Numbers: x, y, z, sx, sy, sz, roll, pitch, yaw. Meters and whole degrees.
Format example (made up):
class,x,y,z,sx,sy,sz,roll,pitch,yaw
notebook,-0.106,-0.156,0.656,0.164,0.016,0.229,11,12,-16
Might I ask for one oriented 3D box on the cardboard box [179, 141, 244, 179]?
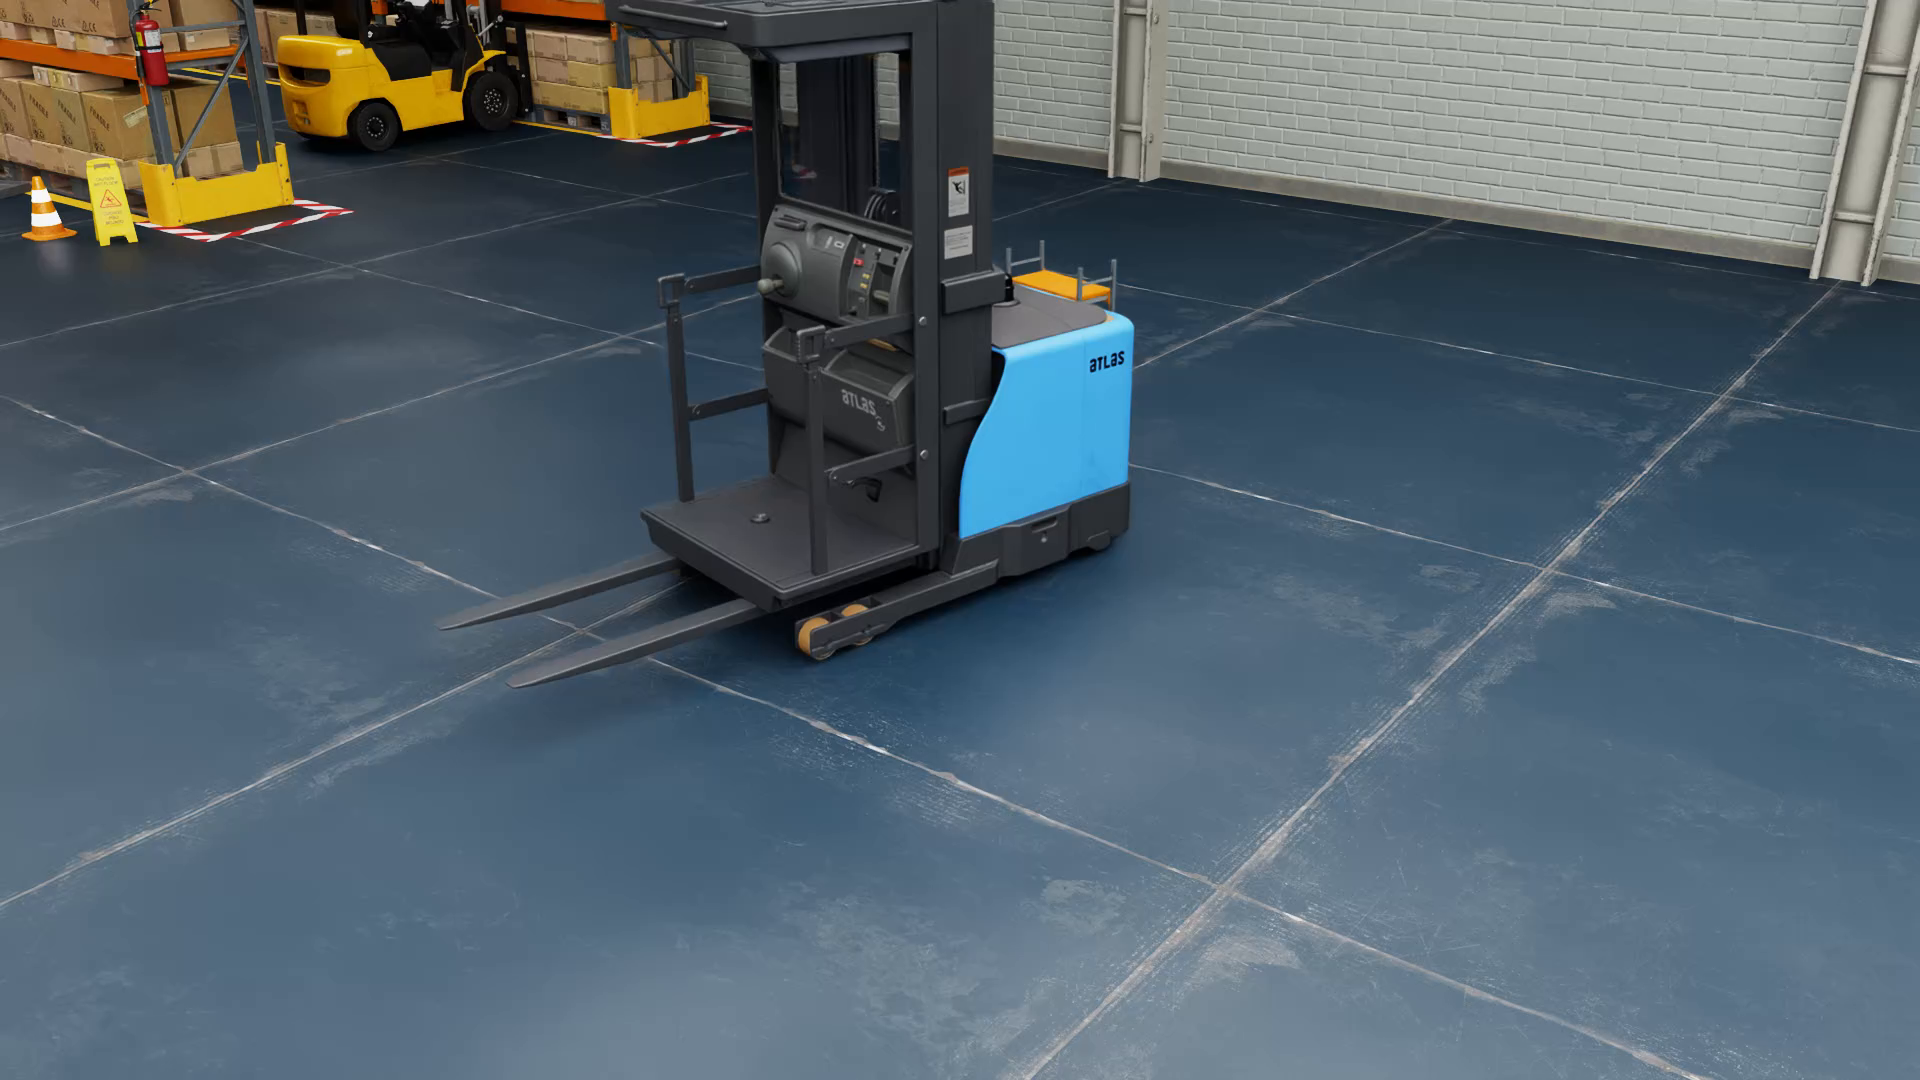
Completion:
class,x,y,z,sx,sy,sz,roll,pitch,yaw
cardboard box,-6.627,-3.336,14.491,0.500,0.250,0.500,17,29,33

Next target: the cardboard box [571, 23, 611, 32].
class,x,y,z,sx,sy,sz,roll,pitch,yaw
cardboard box,-3.846,-5.409,17.955,0.500,0.250,0.500,17,29,33

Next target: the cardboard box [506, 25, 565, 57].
class,x,y,z,sx,sy,sz,roll,pitch,yaw
cardboard box,-4.551,-5.363,17.851,0.500,0.250,0.500,17,29,34

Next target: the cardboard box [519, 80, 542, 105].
class,x,y,z,sx,sy,sz,roll,pitch,yaw
cardboard box,-4.526,-4.913,18.070,0.500,0.250,0.500,17,29,34

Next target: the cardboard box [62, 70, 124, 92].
class,x,y,z,sx,sy,sz,roll,pitch,yaw
cardboard box,-7.279,-3.869,13.965,0.250,0.149,0.380,18,29,35

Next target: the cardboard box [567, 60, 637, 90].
class,x,y,z,sx,sy,sz,roll,pitch,yaw
cardboard box,-3.750,-4.900,17.420,0.500,0.250,0.500,16,29,33

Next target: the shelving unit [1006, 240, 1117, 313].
class,x,y,z,sx,sy,sz,roll,pitch,yaw
shelving unit,0.474,-0.799,8.075,0.258,1.200,0.503,-19,30,-37

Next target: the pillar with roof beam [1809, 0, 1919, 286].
class,x,y,z,sx,sy,sz,roll,pitch,yaw
pillar with roof beam,3.831,-4.634,7.107,0.400,9.000,9.100,17,29,33

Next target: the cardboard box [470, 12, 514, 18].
class,x,y,z,sx,sy,sz,roll,pitch,yaw
cardboard box,-5.450,-5.905,19.081,0.500,0.250,0.500,16,29,33

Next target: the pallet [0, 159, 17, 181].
class,x,y,z,sx,sy,sz,roll,pitch,yaw
pallet,-8.789,-3.658,15.791,1.213,0.211,1.003,17,29,33

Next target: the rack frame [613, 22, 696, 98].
class,x,y,z,sx,sy,sz,roll,pitch,yaw
rack frame,-3.173,-5.720,17.013,0.127,3.000,1.000,17,29,33

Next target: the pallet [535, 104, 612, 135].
class,x,y,z,sx,sy,sz,roll,pitch,yaw
pallet,-3.810,-4.616,17.964,1.213,0.211,1.003,17,29,33

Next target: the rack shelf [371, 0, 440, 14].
class,x,y,z,sx,sy,sz,roll,pitch,yaw
rack shelf,-7.974,-6.842,20.451,4.000,0.370,1.077,17,29,33

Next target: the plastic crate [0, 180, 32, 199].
class,x,y,z,sx,sy,sz,roll,pitch,yaw
plastic crate,-8.583,-3.105,14.698,0.583,0.080,0.402,7,25,15

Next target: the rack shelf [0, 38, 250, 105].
class,x,y,z,sx,sy,sz,roll,pitch,yaw
rack shelf,-7.748,-4.272,14.619,4.000,0.370,1.077,17,29,33

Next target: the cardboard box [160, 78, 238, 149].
class,x,y,z,sx,sy,sz,roll,pitch,yaw
cardboard box,-6.646,-3.685,14.352,0.500,0.500,0.500,16,28,32

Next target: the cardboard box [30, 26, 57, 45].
class,x,y,z,sx,sy,sz,roll,pitch,yaw
cardboard box,-7.640,-4.311,14.126,0.250,0.149,0.380,16,29,33

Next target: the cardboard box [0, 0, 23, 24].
class,x,y,z,sx,sy,sz,roll,pitch,yaw
cardboard box,-7.937,-4.715,14.239,0.500,0.500,0.500,17,29,34

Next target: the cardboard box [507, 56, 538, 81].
class,x,y,z,sx,sy,sz,roll,pitch,yaw
cardboard box,-4.571,-5.143,17.971,0.500,0.250,0.500,16,28,32

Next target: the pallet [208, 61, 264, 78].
class,x,y,z,sx,sy,sz,roll,pitch,yaw
pallet,-8.939,-6.167,21.485,1.213,0.211,1.003,17,29,33

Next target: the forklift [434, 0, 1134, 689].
class,x,y,z,sx,sy,sz,roll,pitch,yaw
forklift,-0.670,-1.101,6.613,3.031,2.935,1.130,-19,30,-36

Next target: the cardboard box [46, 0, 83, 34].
class,x,y,z,sx,sy,sz,roll,pitch,yaw
cardboard box,-7.145,-4.465,13.670,0.500,0.500,0.500,17,29,33

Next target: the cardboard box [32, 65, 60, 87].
class,x,y,z,sx,sy,sz,roll,pitch,yaw
cardboard box,-7.688,-3.995,14.251,0.250,0.149,0.380,18,30,35

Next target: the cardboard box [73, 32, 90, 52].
class,x,y,z,sx,sy,sz,roll,pitch,yaw
cardboard box,-7.036,-4.119,13.689,0.250,0.149,0.380,16,29,32

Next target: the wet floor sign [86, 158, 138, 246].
class,x,y,z,sx,sy,sz,roll,pitch,yaw
wet floor sign,-6.637,-2.649,12.963,0.267,0.644,0.232,-15,28,-30

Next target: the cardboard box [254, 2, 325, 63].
class,x,y,z,sx,sy,sz,roll,pitch,yaw
cardboard box,-8.556,-6.450,21.092,0.625,0.625,0.875,18,29,35

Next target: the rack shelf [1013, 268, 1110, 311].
class,x,y,z,sx,sy,sz,roll,pitch,yaw
rack shelf,0.474,-1.158,7.916,0.258,0.148,0.480,-19,30,-37

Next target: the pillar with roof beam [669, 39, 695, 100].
class,x,y,z,sx,sy,sz,roll,pitch,yaw
pillar with roof beam,-5.772,-7.536,13.693,0.400,9.000,9.100,17,29,33

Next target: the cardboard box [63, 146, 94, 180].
class,x,y,z,sx,sy,sz,roll,pitch,yaw
cardboard box,-7.365,-3.288,14.382,0.500,0.250,0.500,17,29,33

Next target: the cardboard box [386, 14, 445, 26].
class,x,y,z,sx,sy,sz,roll,pitch,yaw
cardboard box,-6.175,-5.861,18.981,0.500,0.250,0.500,16,29,33

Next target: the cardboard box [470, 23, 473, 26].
class,x,y,z,sx,sy,sz,roll,pitch,yaw
cardboard box,-5.367,-5.617,18.428,0.500,0.250,0.500,18,29,35

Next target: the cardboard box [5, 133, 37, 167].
class,x,y,z,sx,sy,sz,roll,pitch,yaw
cardboard box,-8.178,-3.536,14.945,0.500,0.250,0.500,16,29,33

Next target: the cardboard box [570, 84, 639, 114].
class,x,y,z,sx,sy,sz,roll,pitch,yaw
cardboard box,-3.739,-4.666,17.509,0.500,0.250,0.500,17,29,34

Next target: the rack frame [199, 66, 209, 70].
class,x,y,z,sx,sy,sz,roll,pitch,yaw
rack frame,-9.575,-7.655,21.403,0.127,3.000,1.000,17,29,33

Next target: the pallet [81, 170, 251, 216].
class,x,y,z,sx,sy,sz,roll,pitch,yaw
pallet,-6.837,-3.068,14.452,1.213,0.211,1.003,17,29,33

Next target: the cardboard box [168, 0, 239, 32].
class,x,y,z,sx,sy,sz,roll,pitch,yaw
cardboard box,-6.360,-4.504,13.759,0.500,0.500,0.500,16,29,33

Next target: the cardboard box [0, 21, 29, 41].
class,x,y,z,sx,sy,sz,roll,pitch,yaw
cardboard box,-8.052,-4.426,14.387,0.250,0.149,0.380,17,29,33

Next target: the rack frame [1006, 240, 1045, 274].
class,x,y,z,sx,sy,sz,roll,pitch,yaw
rack frame,0.315,-0.873,8.244,0.240,1.200,0.015,-19,30,-37

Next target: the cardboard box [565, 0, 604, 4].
class,x,y,z,sx,sy,sz,roll,pitch,yaw
cardboard box,-3.725,-5.800,17.070,0.500,0.500,0.500,16,28,32

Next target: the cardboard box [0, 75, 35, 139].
class,x,y,z,sx,sy,sz,roll,pitch,yaw
cardboard box,-8.189,-3.881,14.797,0.500,0.500,0.500,19,30,36

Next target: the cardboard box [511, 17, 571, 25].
class,x,y,z,sx,sy,sz,roll,pitch,yaw
cardboard box,-4.646,-5.659,18.523,0.500,0.250,0.500,16,28,32

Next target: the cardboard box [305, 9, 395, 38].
class,x,y,z,sx,sy,sz,roll,pitch,yaw
cardboard box,-7.415,-6.106,20.312,0.625,0.625,0.875,16,29,33

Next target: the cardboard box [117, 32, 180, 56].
class,x,y,z,sx,sy,sz,roll,pitch,yaw
cardboard box,-6.575,-4.024,13.475,0.250,0.149,0.380,18,29,35

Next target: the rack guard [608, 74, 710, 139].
class,x,y,z,sx,sy,sz,roll,pitch,yaw
rack guard,-3.154,-4.571,17.503,0.348,0.500,1.175,17,29,33

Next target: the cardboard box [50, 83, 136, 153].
class,x,y,z,sx,sy,sz,roll,pitch,yaw
cardboard box,-7.364,-3.630,14.227,0.500,0.500,0.500,18,30,35

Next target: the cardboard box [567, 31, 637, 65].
class,x,y,z,sx,sy,sz,roll,pitch,yaw
cardboard box,-3.729,-5.122,17.305,0.500,0.250,0.500,18,29,35
